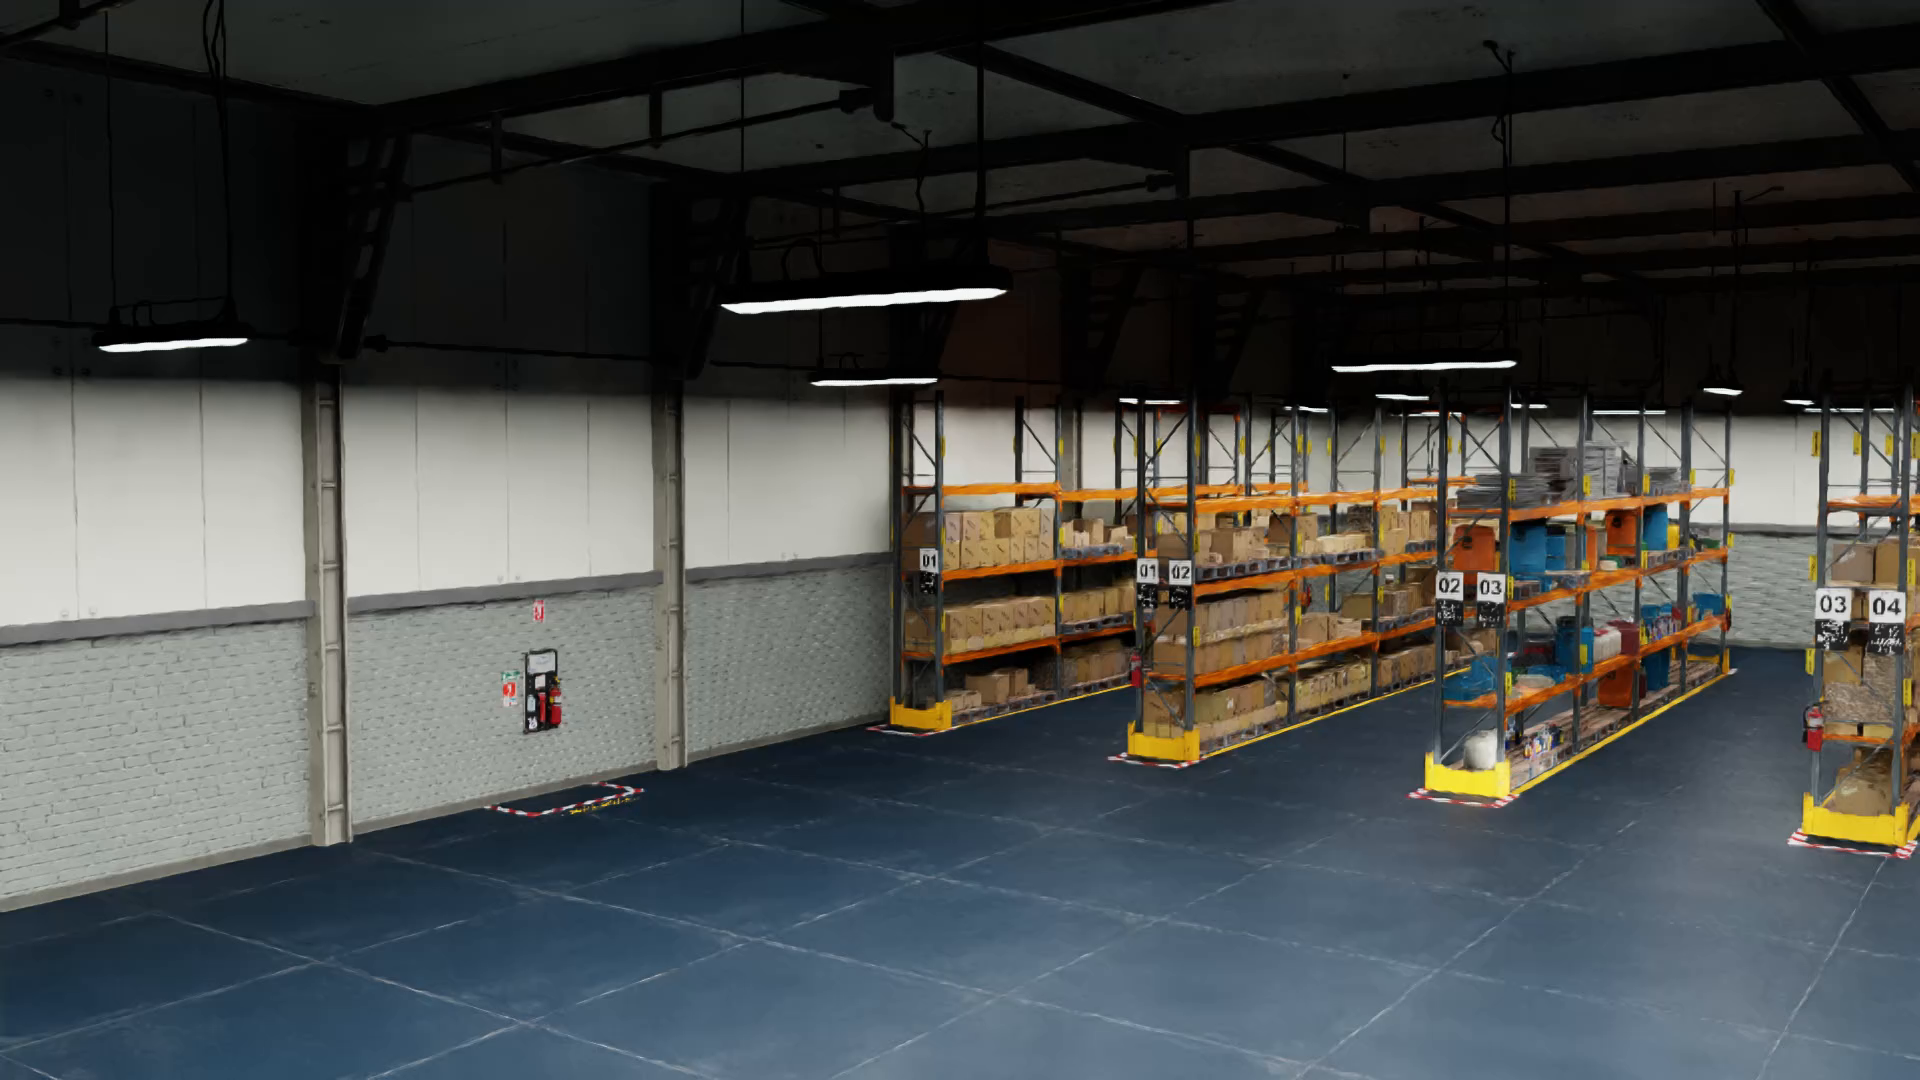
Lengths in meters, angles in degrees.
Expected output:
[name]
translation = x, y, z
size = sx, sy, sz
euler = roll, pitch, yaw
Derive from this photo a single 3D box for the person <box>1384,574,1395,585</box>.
[person]
translation = 10.940, 1.733, 42.237
size = 0.718, 1.758, 0.532
euler = -1, 3, -22
